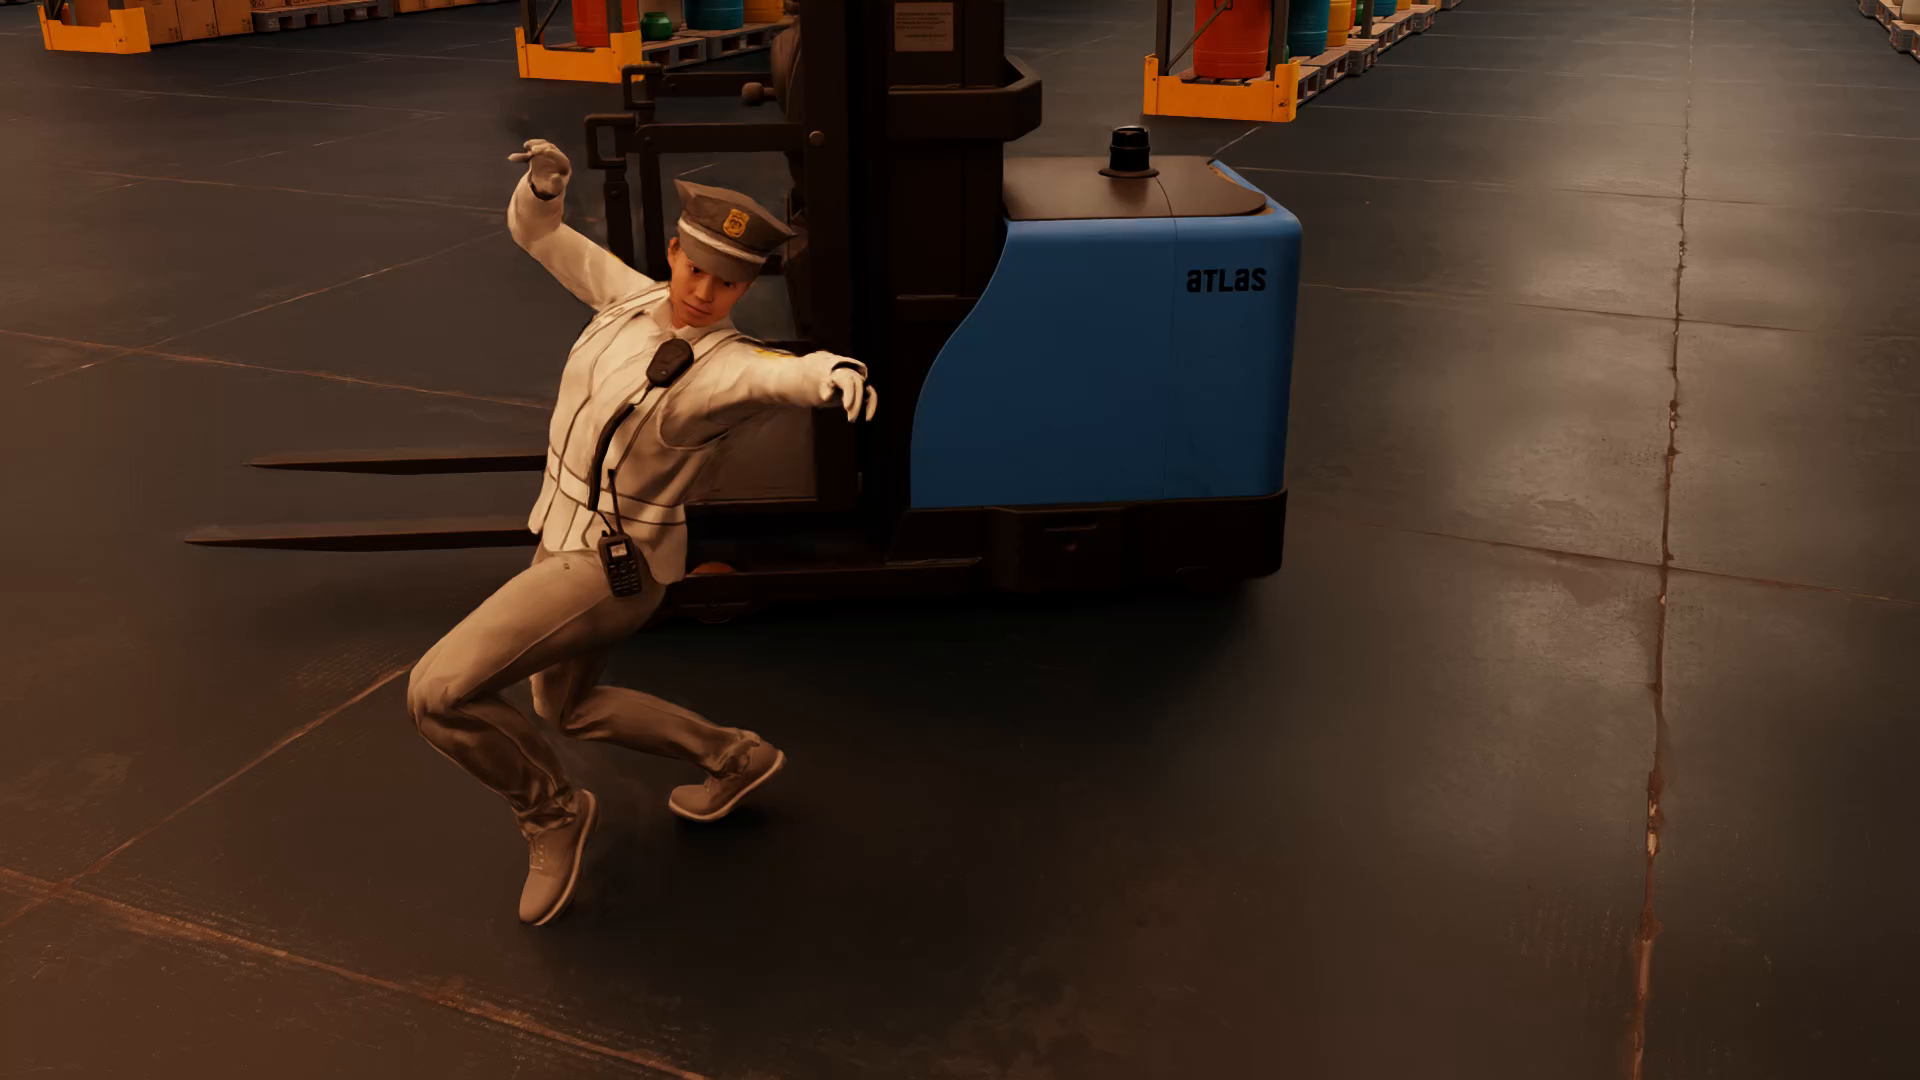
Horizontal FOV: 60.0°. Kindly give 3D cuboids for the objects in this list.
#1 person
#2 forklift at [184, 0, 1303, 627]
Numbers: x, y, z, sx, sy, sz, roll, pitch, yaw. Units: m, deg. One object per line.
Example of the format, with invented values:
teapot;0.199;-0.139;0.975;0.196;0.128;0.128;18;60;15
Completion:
person;-0.604;0.053;3.054;0.826;1.517;1.014;-11;25;-24
forklift;-0.632;-1.329;4.471;3.031;2.935;1.130;-2;23;-5
